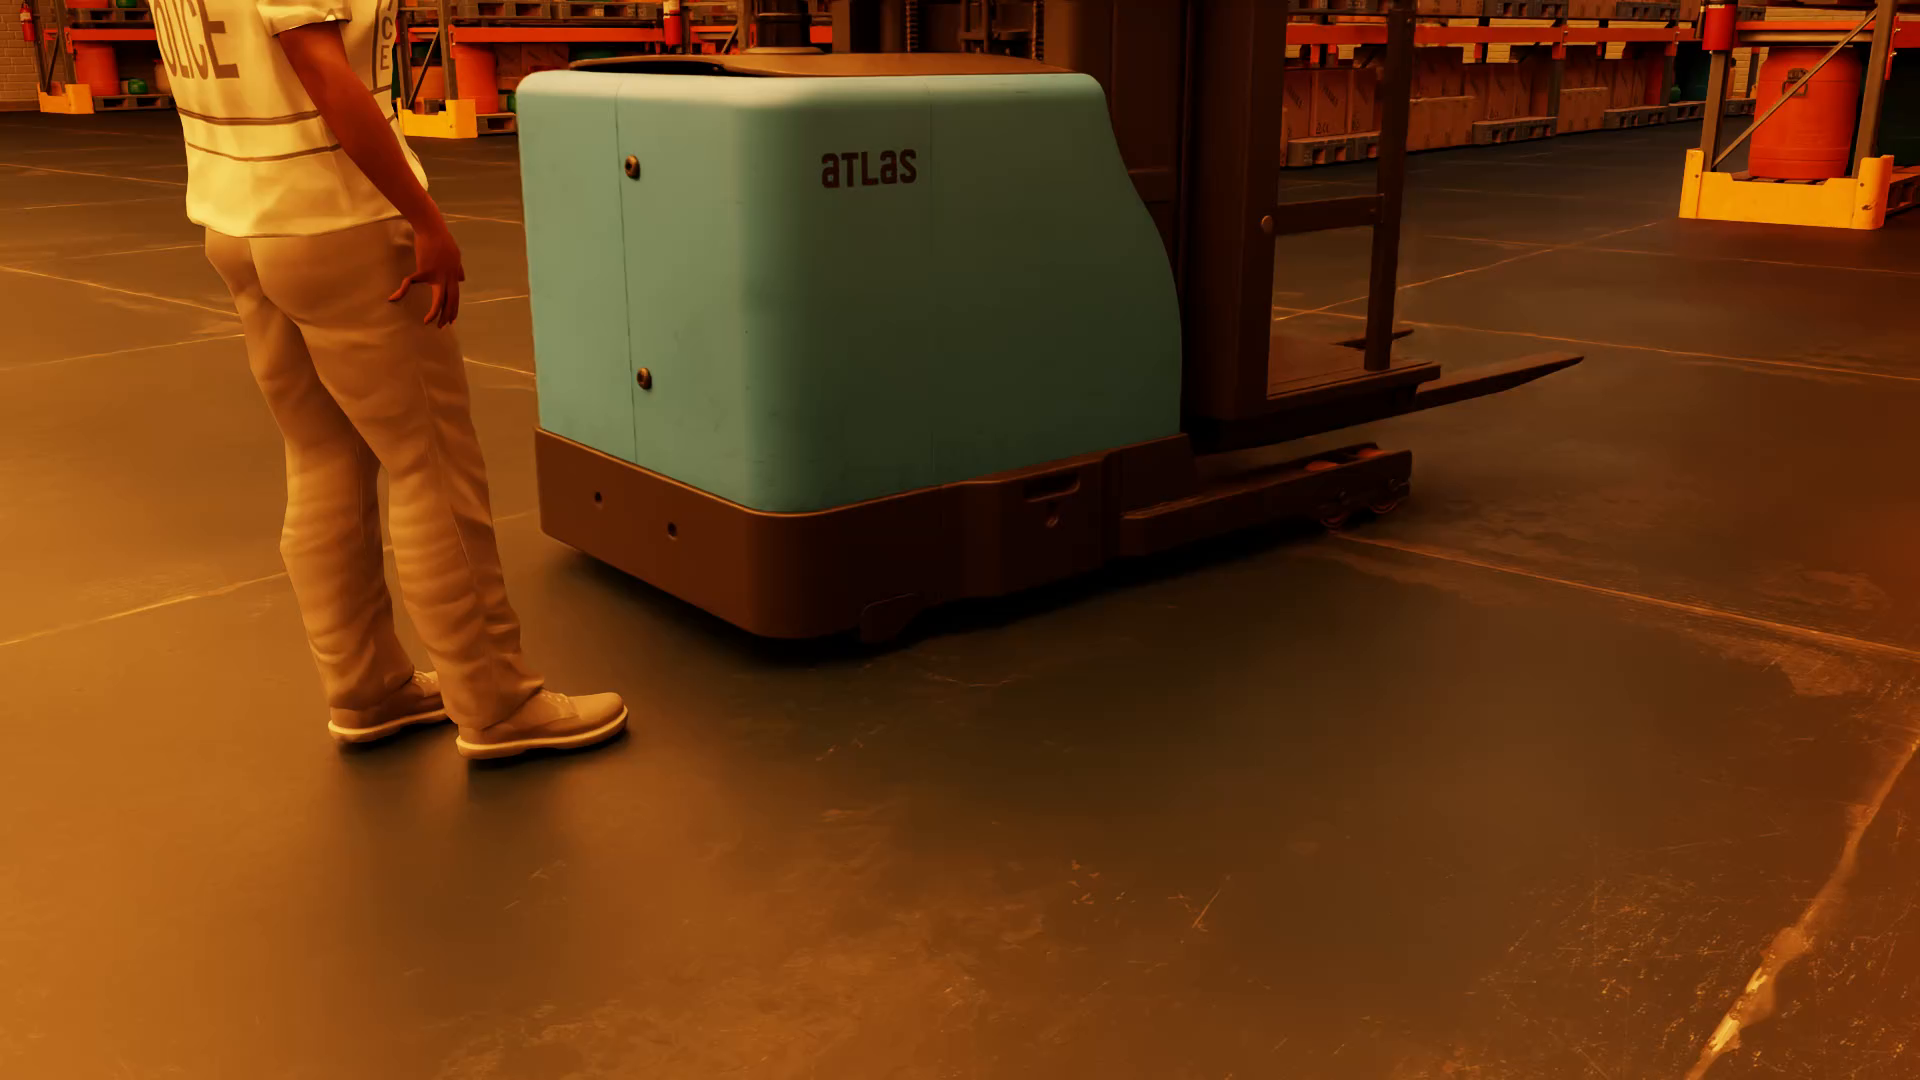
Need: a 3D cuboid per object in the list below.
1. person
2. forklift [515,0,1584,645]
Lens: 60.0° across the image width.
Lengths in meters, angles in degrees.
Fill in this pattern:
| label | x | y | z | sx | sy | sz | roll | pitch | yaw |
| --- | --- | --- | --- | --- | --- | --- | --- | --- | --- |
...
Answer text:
| label | x | y | z | sx | sy | sz | roll | pitch | yaw |
| --- | --- | --- | --- | --- | --- | --- | --- | --- | --- |
| person | -0.929 | -0.488 | 2.607 | 0.568 | 1.694 | 0.530 | 16 | 23 | 41 |
| forklift | 0.500 | -1.534 | 3.951 | 3.031 | 2.935 | 1.130 | -14 | 22 | -38 |
